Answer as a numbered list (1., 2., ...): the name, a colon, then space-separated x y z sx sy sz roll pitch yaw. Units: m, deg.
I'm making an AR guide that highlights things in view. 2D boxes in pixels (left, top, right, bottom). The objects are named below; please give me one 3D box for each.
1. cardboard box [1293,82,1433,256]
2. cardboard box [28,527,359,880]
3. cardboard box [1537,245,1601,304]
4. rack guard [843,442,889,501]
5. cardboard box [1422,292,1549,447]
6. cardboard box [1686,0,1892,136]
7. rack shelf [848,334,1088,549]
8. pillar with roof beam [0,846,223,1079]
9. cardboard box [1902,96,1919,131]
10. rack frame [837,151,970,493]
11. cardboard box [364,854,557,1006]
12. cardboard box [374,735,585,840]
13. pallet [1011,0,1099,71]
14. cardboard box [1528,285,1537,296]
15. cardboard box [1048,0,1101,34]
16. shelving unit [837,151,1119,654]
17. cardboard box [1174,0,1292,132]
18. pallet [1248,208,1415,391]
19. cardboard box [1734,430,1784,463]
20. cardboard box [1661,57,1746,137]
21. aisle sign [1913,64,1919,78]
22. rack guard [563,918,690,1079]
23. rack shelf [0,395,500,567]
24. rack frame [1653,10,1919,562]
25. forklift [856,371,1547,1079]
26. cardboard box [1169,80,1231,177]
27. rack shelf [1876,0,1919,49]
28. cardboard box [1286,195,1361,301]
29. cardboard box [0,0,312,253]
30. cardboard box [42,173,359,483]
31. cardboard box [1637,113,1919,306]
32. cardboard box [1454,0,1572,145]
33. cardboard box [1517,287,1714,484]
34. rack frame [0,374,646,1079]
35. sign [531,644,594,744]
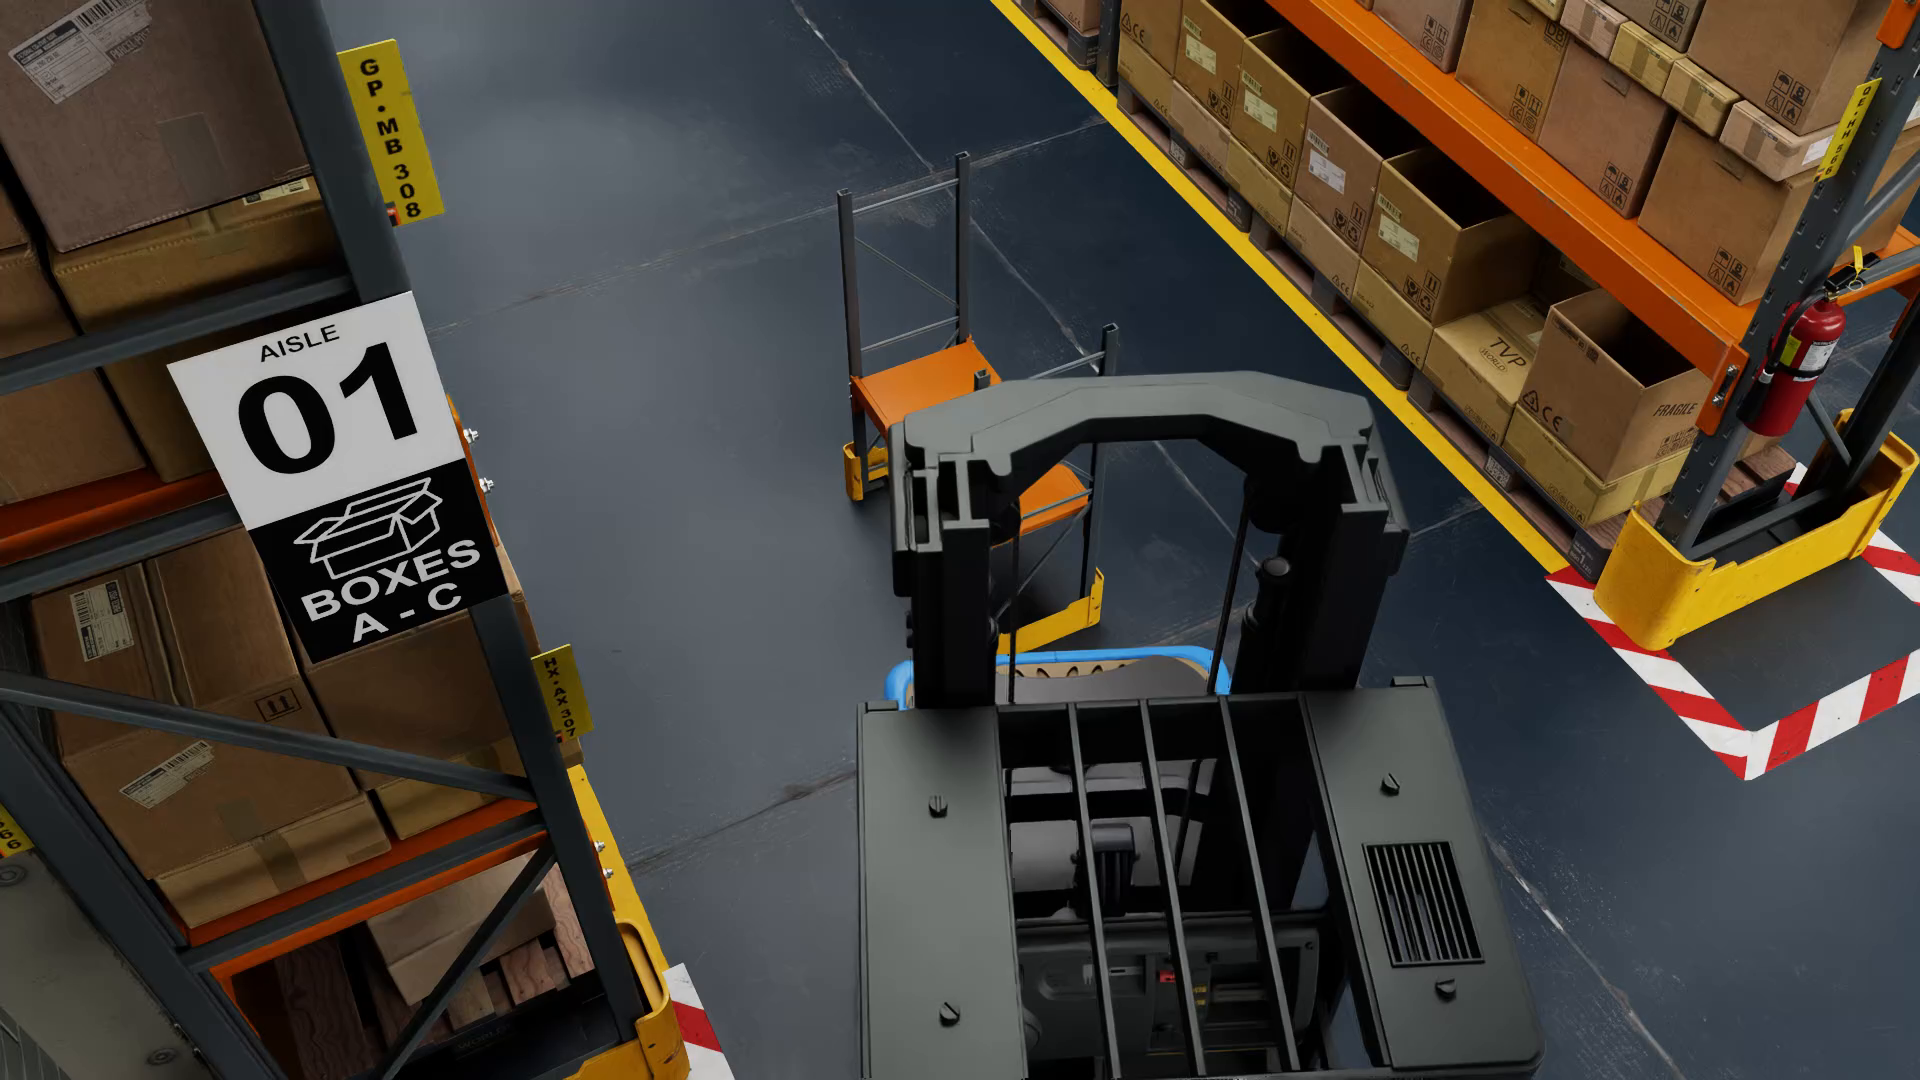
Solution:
1. cardboard box: 1.810 -1.619 7.115 0.500 0.500 0.500 -21 52 -18
2. cardboard box: -1.790 0.379 3.907 0.500 0.500 0.500 -22 52 -18
3. cardboard box: 2.740 -1.133 6.690 0.500 0.500 0.500 -21 52 -18
4. rack guard: -0.193 -0.365 6.795 0.587 0.250 0.087 -21 52 -18
5. cardboard box: 2.270 -0.704 6.813 0.500 0.250 0.500 -21 52 -18
6. cardboard box: 2.792 -1.696 5.205 0.700 0.500 0.500 -21 52 -17
7. rack shelf: 0.039 -0.318 6.164 0.538 0.185 1.000 -21 52 -18
8. pillar with roof beam: 1.354 -2.803 3.116 9.100 9.000 0.400 -21 52 -18
9. cardboard box: 3.030 -1.467 5.435 0.380 0.149 0.250 -22 52 -18
10. rack frame: -0.194 -0.777 6.326 0.500 1.500 0.032 -21 52 -18
11. cardboard box: -1.621 1.072 5.207 0.500 0.311 0.500 -27 54 -21
12. cardboard box: -1.326 0.432 4.358 0.500 0.250 0.500 -23 53 -19
13. pallet: 0.816 -3.122 9.233 1.003 0.211 1.213 -21 52 -18
14. cardboard box: 2.510 -1.220 7.265 0.500 0.250 0.500 -21 52 -18
15. cardboard box: 0.740 -2.971 8.796 0.500 0.250 0.500 -22 52 -18
16. shelving unit: 0.035 -0.443 6.033 0.587 1.500 1.083 -21 52 -18
17. cardboard box: 1.357 -2.290 7.703 0.500 0.500 0.500 -21 52 -18
18. pallet: 2.077 -1.278 7.620 1.003 0.211 1.213 -21 52 -18
19. cardboard box: 2.970 -0.552 6.680 0.500 0.250 0.500 -21 52 -18
20. cardboard box: 2.553 -1.495 5.460 0.380 0.149 0.250 -20 52 -17
21. aisle sign: 2.787 -1.594 4.317 0.394 0.787 0.004 -21 52 -18
22. rack guard: -1.420 1.597 4.913 1.175 0.500 0.348 -21 52 -18
23. rack shelf: -2.300 -1.264 4.240 1.077 0.370 4.000 -21 52 -18
24. rack frame: 3.018 -0.883 5.422 1.000 3.000 0.127 -21 52 -18
25. forklift: 0.365 1.182 3.662 1.130 2.935 3.031 -2 49 -2
26. cardboard box: 1.355 -2.042 7.984 0.500 0.250 0.500 -21 52 -18
27. rack shelf: 2.103 -2.973 5.735 1.077 0.370 4.000 -21 52 -18
28. cardboard box: 1.813 -1.373 7.399 0.500 0.250 0.500 -21 52 -18
29. cardboard box: -1.345 -0.872 2.676 0.500 0.500 0.500 -25 53 -20
30. cardboard box: -1.316 -0.512 3.025 0.500 0.500 0.500 -20 52 -17
31. cardboard box: 2.816 -1.233 5.662 0.700 0.500 0.500 -21 52 -18
32. cardboard box: 2.349 -1.917 6.260 0.700 0.500 0.500 -21 52 -17
33. cardboard box: 2.508 -0.620 6.241 0.500 0.500 0.500 -21 52 -18
34. rack frame: -1.385 0.825 3.928 1.000 3.000 0.127 -21 52 -18
35. sign: -0.902 0.353 3.766 0.100 0.325 0.005 -21 52 -18
